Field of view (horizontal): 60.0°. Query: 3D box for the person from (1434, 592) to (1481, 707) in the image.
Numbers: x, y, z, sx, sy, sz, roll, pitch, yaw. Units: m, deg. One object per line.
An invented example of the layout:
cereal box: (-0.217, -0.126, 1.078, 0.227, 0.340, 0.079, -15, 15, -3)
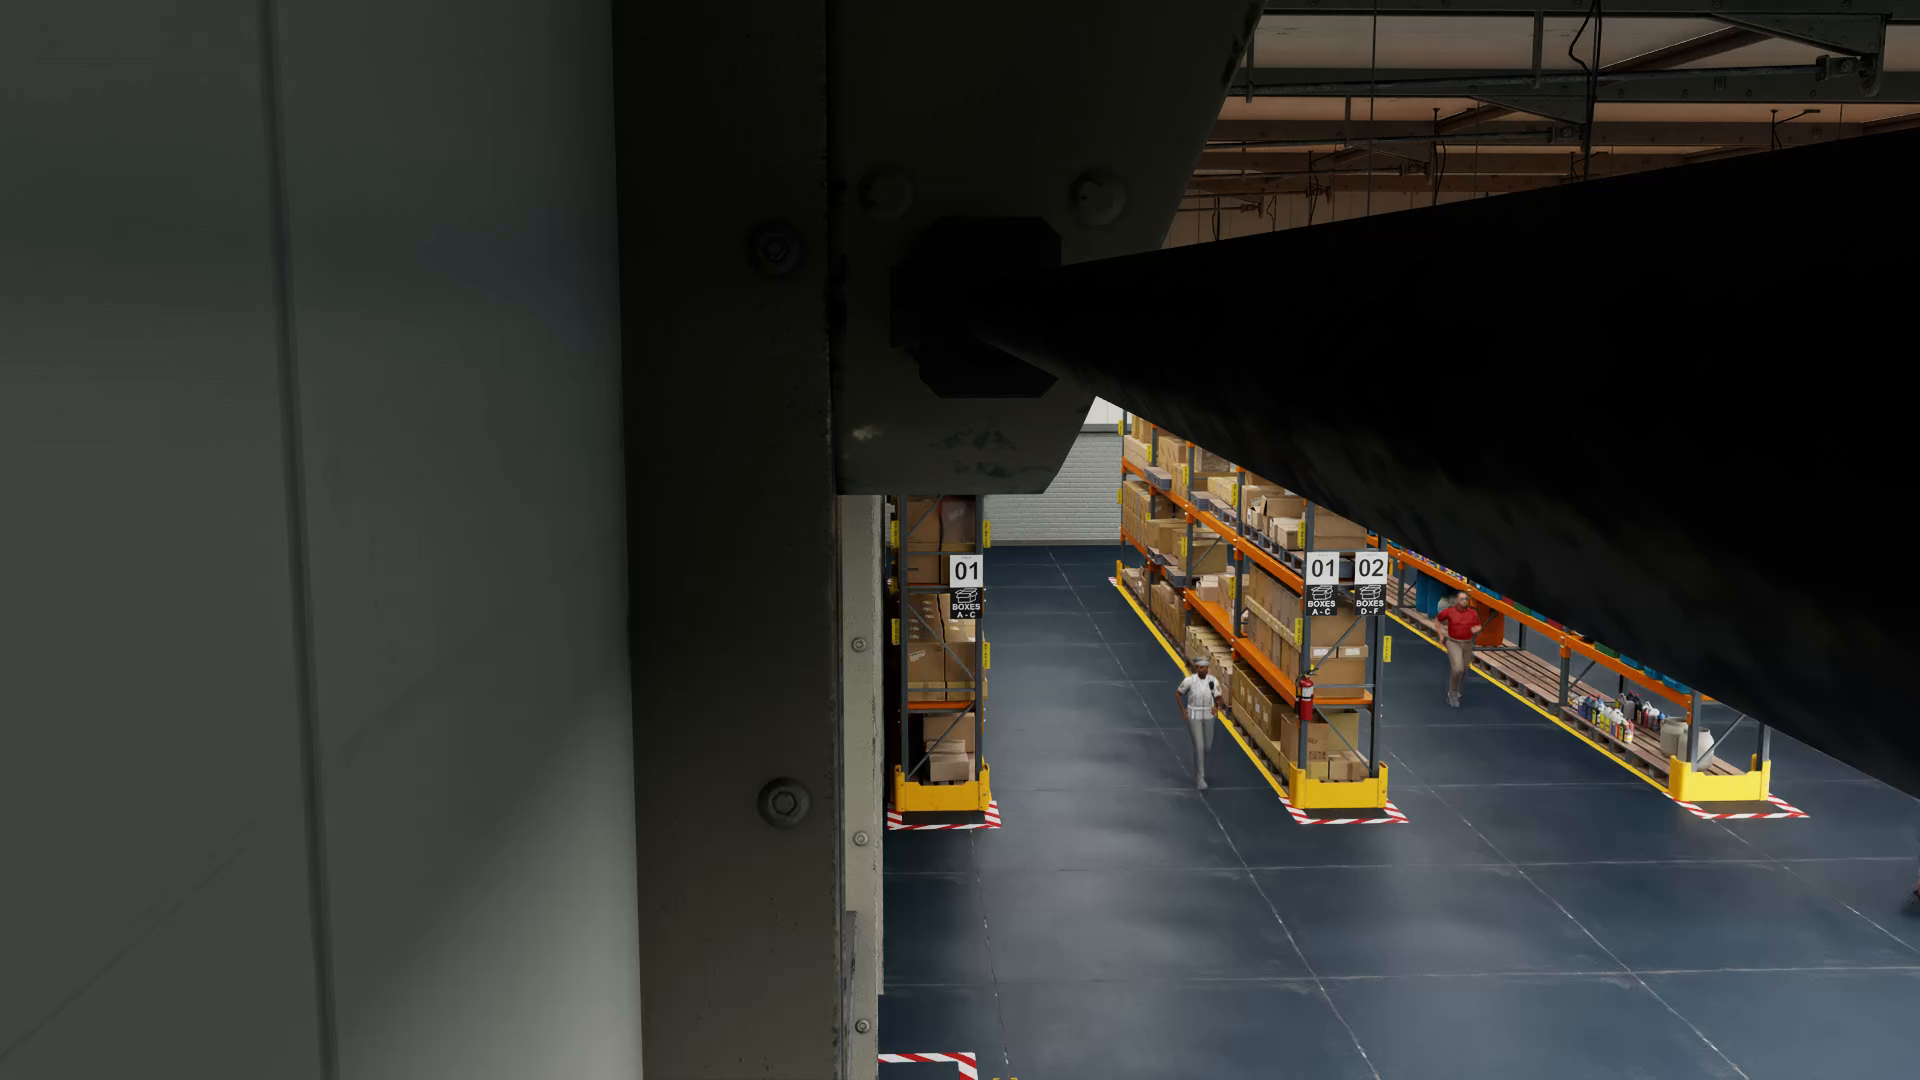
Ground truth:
person: (7.761, 1.698, 25.812, 0.631, 1.798, 0.740, -1, 9, -10)

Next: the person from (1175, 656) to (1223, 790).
person: (3.117, 2.325, 21.657, 0.591, 1.705, 0.790, -1, 9, -8)

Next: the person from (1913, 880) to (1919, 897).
person: (10.232, 2.994, 16.865, 0.877, 1.753, 0.638, 3, 9, 21)
